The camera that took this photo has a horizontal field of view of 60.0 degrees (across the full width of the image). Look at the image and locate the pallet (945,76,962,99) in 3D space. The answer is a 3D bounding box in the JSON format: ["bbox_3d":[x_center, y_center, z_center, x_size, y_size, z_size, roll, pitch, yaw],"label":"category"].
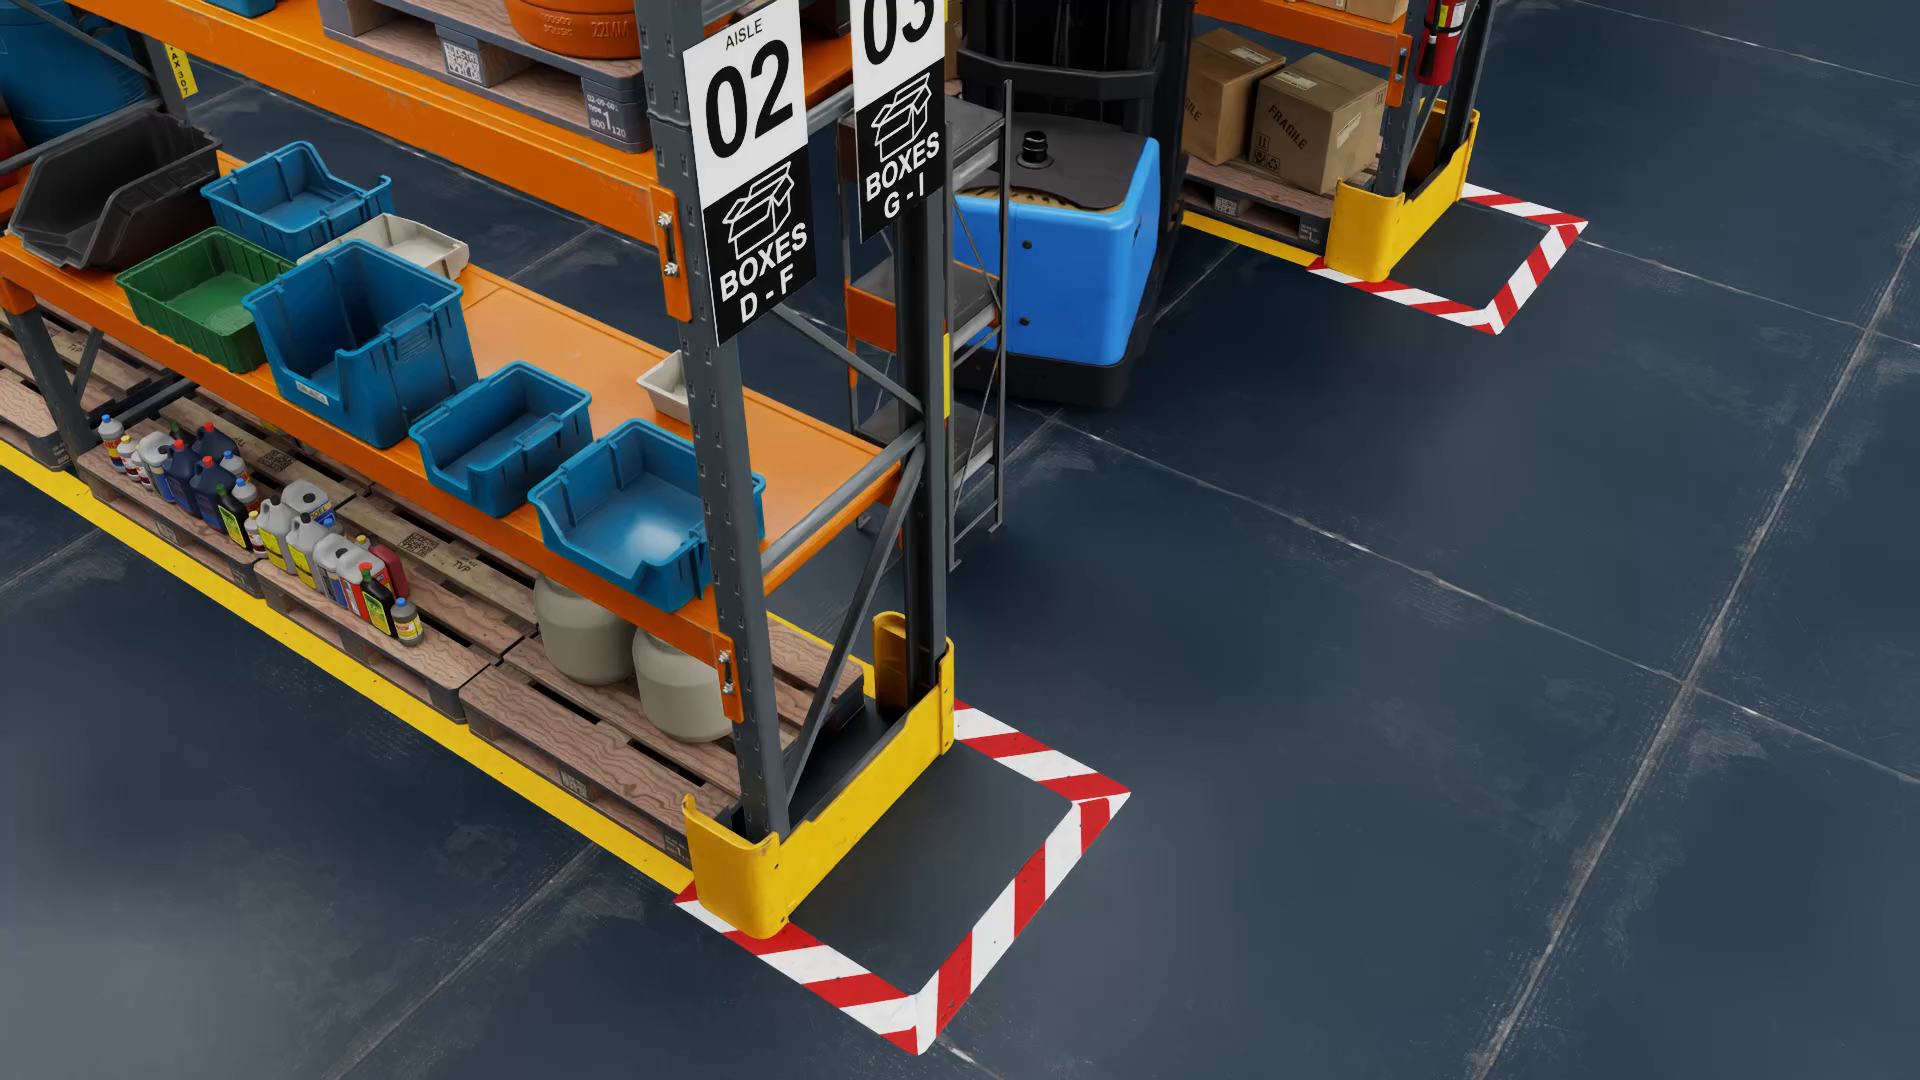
[{"bbox_3d":[-0.245,-3.067,10.519,1.213,0.211,1.003,25,48,25],"label":"pallet"}]

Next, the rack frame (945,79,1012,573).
[{"bbox_3d":[0.064,-0.752,6.516,0.015,2.100,0.400,25,48,25],"label":"rack frame"}]

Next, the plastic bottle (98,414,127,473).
[{"bbox_3d":[-3.650,-0.426,7.193,0.097,0.271,0.097,0,42,0],"label":"plastic bottle"}]

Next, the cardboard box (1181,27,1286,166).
[{"bbox_3d":[1.449,-2.496,9.350,0.500,0.500,0.500,-29,49,-28],"label":"cardboard box"}]

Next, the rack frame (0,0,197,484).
[{"bbox_3d":[-3.659,-1.640,6.833,0.127,3.000,1.000,25,48,25],"label":"rack frame"}]

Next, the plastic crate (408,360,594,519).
[{"bbox_3d":[-1.494,-0.333,5.484,0.408,0.251,0.499,25,48,25],"label":"plastic crate"}]

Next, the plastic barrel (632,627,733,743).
[{"bbox_3d":[-0.967,0.452,6.046,0.421,0.512,0.421,0,42,0],"label":"plastic barrel"}]

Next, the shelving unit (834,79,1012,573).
[{"bbox_3d":[-0.136,-0.846,6.621,0.503,2.100,0.431,25,48,25],"label":"shelving unit"}]

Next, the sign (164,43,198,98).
[{"bbox_3d":[-3.334,-2.039,7.072,0.005,0.325,0.100,25,48,25],"label":"sign"}]

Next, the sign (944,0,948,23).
[{"bbox_3d":[-0.065,-1.528,4.452,0.005,0.325,0.100,25,48,25],"label":"sign"}]

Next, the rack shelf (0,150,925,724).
[{"bbox_3d":[-2.021,-0.606,6.217,4.000,0.370,1.077,25,48,25],"label":"rack shelf"}]

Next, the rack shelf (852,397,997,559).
[{"bbox_3d":[-0.136,-0.314,7.097,0.480,0.518,0.431,25,48,25],"label":"rack shelf"}]

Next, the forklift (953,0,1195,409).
[{"bbox_3d":[0.608,-2.706,8.076,1.130,2.935,3.031,10,43,10],"label":"forklift"}]

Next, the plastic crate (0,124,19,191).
[{"bbox_3d":[-4.231,-1.682,6.833,0.583,0.464,0.402,25,48,25],"label":"plastic crate"}]

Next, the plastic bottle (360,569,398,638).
[{"bbox_3d":[-2.246,0.241,6.438,0.133,0.283,0.061,26,48,26],"label":"plastic bottle"}]

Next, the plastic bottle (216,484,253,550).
[{"bbox_3d":[-2.971,-0.098,6.817,0.133,0.283,0.061,27,48,27],"label":"plastic bottle"}]

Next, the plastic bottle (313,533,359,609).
[{"bbox_3d":[-2.444,0.114,6.586,0.135,0.276,0.152,24,47,24],"label":"plastic bottle"}]

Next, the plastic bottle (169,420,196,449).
[{"bbox_3d":[-3.309,-0.380,7.132,0.133,0.283,0.061,25,48,25],"label":"plastic bottle"}]

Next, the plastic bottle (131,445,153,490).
[{"bbox_3d":[-3.483,-0.322,7.129,0.097,0.201,0.097,0,42,0],"label":"plastic bottle"}]

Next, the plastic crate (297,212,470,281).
[{"bbox_3d":[-2.184,-1.058,6.381,0.437,0.136,0.530,25,48,25],"label":"plastic crate"}]

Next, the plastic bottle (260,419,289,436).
[{"bbox_3d":[-3.049,-0.649,7.382,0.185,0.351,0.144,25,48,25],"label":"plastic bottle"}]

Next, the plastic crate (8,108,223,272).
[{"bbox_3d":[-3.303,-1.347,6.552,0.504,0.338,0.767,25,48,25],"label":"plastic crate"}]

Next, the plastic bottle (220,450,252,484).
[{"bbox_3d":[-3.048,-0.262,7.010,0.097,0.271,0.097,0,42,0],"label":"plastic bottle"}]

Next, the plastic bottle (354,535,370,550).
[{"bbox_3d":[-2.387,0.067,6.695,0.097,0.201,0.097,0,42,0],"label":"plastic bottle"}]

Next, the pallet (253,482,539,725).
[{"bbox_3d":[-2.130,0.146,6.929,1.213,0.211,1.003,25,48,25],"label":"pallet"}]

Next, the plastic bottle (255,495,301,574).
[{"bbox_3d":[-2.734,-0.046,6.709,0.185,0.351,0.144,25,47,25],"label":"plastic bottle"}]

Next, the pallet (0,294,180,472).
[{"bbox_3d":[-4.324,-0.880,8.076,1.213,0.211,1.003,25,48,25],"label":"pallet"}]

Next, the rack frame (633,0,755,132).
[{"bbox_3d":[-0.384,-2.344,3.121,0.127,3.000,1.000,25,48,25],"label":"rack frame"}]

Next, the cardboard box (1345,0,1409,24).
[{"bbox_3d":[2.108,-2.715,8.224,0.250,0.149,0.380,25,48,25],"label":"cardboard box"}]

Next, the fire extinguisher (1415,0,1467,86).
[{"bbox_3d":[2.289,-2.488,7.839,0.183,0.674,0.296,25,48,25],"label":"fire extinguisher"}]

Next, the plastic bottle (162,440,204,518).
[{"bbox_3d":[-3.236,-0.281,6.971,0.185,0.351,0.144,26,48,26],"label":"plastic bottle"}]

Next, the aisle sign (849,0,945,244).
[{"bbox_3d":[-0.157,-1.210,4.403,0.004,0.787,0.394,25,48,25],"label":"aisle sign"}]

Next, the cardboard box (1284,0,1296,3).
[{"bbox_3d":[1.669,-2.879,8.406,0.250,0.149,0.380,25,48,25],"label":"cardboard box"}]

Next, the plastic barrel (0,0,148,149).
[{"bbox_3d":[-3.801,-2.140,7.016,0.708,0.901,0.600,25,48,25],"label":"plastic barrel"}]

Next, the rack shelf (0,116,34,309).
[{"bbox_3d":[-5.296,-2.138,7.929,4.000,0.370,1.077,25,48,25],"label":"rack shelf"}]

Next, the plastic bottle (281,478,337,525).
[{"bbox_3d":[-2.669,-0.109,6.835,0.135,0.276,0.152,25,48,25],"label":"plastic bottle"}]

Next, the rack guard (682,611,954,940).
[{"bbox_3d":[-0.473,0.820,5.959,0.348,0.500,1.175,25,48,25],"label":"rack guard"}]

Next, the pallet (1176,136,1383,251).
[{"bbox_3d":[1.753,-2.133,9.475,1.213,0.211,1.003,25,48,25],"label":"pallet"}]

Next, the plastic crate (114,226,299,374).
[{"bbox_3d":[-2.710,-0.887,6.151,0.662,0.188,0.450,25,48,25],"label":"plastic crate"}]
